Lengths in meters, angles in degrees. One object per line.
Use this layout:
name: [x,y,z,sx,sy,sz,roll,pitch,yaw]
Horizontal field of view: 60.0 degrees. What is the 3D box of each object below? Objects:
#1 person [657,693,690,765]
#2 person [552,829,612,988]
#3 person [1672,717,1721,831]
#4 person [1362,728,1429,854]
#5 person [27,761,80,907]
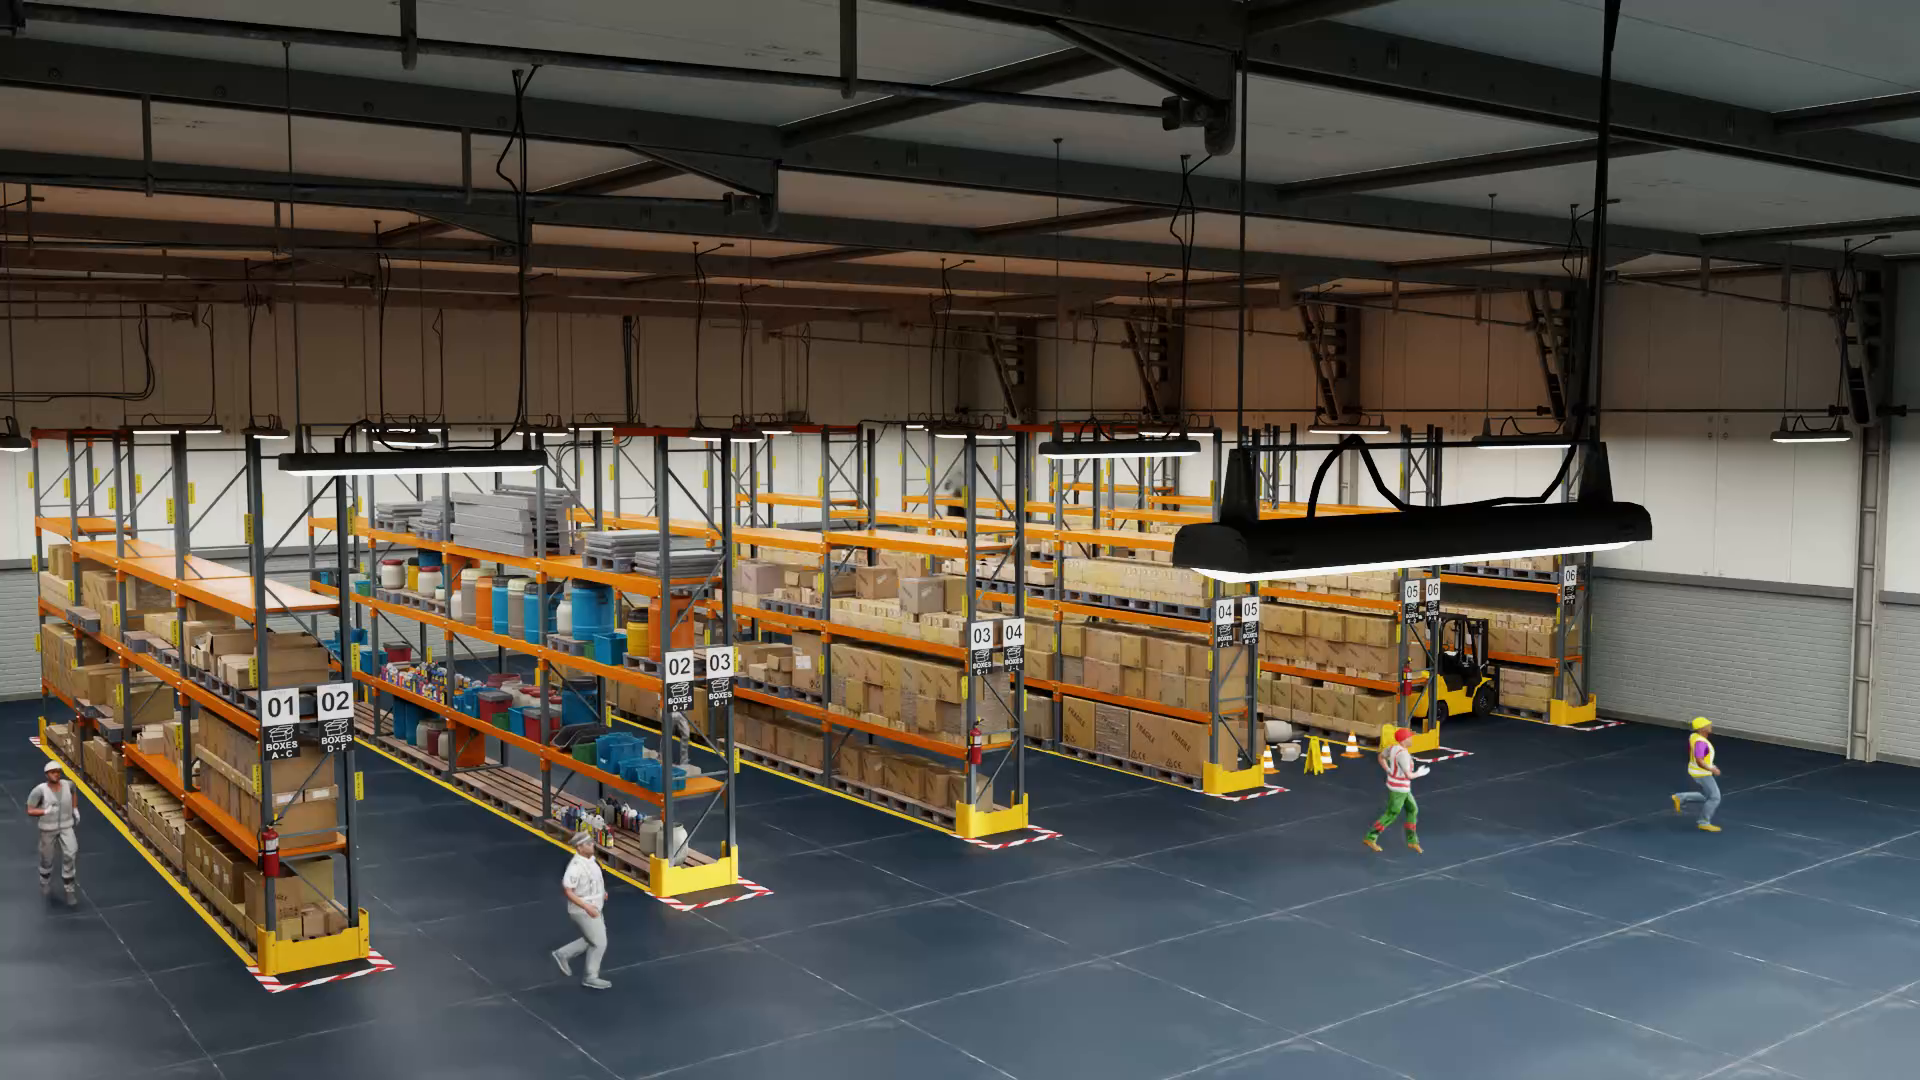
person: [-5.054,3.143,29.293,0.660,1.847,0.808,-4,6,-41]
person: [-4.148,4.034,18.235,0.636,1.768,0.652,0,4,-1]
person: [11.128,3.519,25.089,0.661,1.703,0.720,1,5,10]
person: [6.186,3.578,23.662,0.932,1.827,0.676,0,4,4]
person: [-11.641,3.745,21.375,0.662,1.846,0.836,-4,6,-43]
